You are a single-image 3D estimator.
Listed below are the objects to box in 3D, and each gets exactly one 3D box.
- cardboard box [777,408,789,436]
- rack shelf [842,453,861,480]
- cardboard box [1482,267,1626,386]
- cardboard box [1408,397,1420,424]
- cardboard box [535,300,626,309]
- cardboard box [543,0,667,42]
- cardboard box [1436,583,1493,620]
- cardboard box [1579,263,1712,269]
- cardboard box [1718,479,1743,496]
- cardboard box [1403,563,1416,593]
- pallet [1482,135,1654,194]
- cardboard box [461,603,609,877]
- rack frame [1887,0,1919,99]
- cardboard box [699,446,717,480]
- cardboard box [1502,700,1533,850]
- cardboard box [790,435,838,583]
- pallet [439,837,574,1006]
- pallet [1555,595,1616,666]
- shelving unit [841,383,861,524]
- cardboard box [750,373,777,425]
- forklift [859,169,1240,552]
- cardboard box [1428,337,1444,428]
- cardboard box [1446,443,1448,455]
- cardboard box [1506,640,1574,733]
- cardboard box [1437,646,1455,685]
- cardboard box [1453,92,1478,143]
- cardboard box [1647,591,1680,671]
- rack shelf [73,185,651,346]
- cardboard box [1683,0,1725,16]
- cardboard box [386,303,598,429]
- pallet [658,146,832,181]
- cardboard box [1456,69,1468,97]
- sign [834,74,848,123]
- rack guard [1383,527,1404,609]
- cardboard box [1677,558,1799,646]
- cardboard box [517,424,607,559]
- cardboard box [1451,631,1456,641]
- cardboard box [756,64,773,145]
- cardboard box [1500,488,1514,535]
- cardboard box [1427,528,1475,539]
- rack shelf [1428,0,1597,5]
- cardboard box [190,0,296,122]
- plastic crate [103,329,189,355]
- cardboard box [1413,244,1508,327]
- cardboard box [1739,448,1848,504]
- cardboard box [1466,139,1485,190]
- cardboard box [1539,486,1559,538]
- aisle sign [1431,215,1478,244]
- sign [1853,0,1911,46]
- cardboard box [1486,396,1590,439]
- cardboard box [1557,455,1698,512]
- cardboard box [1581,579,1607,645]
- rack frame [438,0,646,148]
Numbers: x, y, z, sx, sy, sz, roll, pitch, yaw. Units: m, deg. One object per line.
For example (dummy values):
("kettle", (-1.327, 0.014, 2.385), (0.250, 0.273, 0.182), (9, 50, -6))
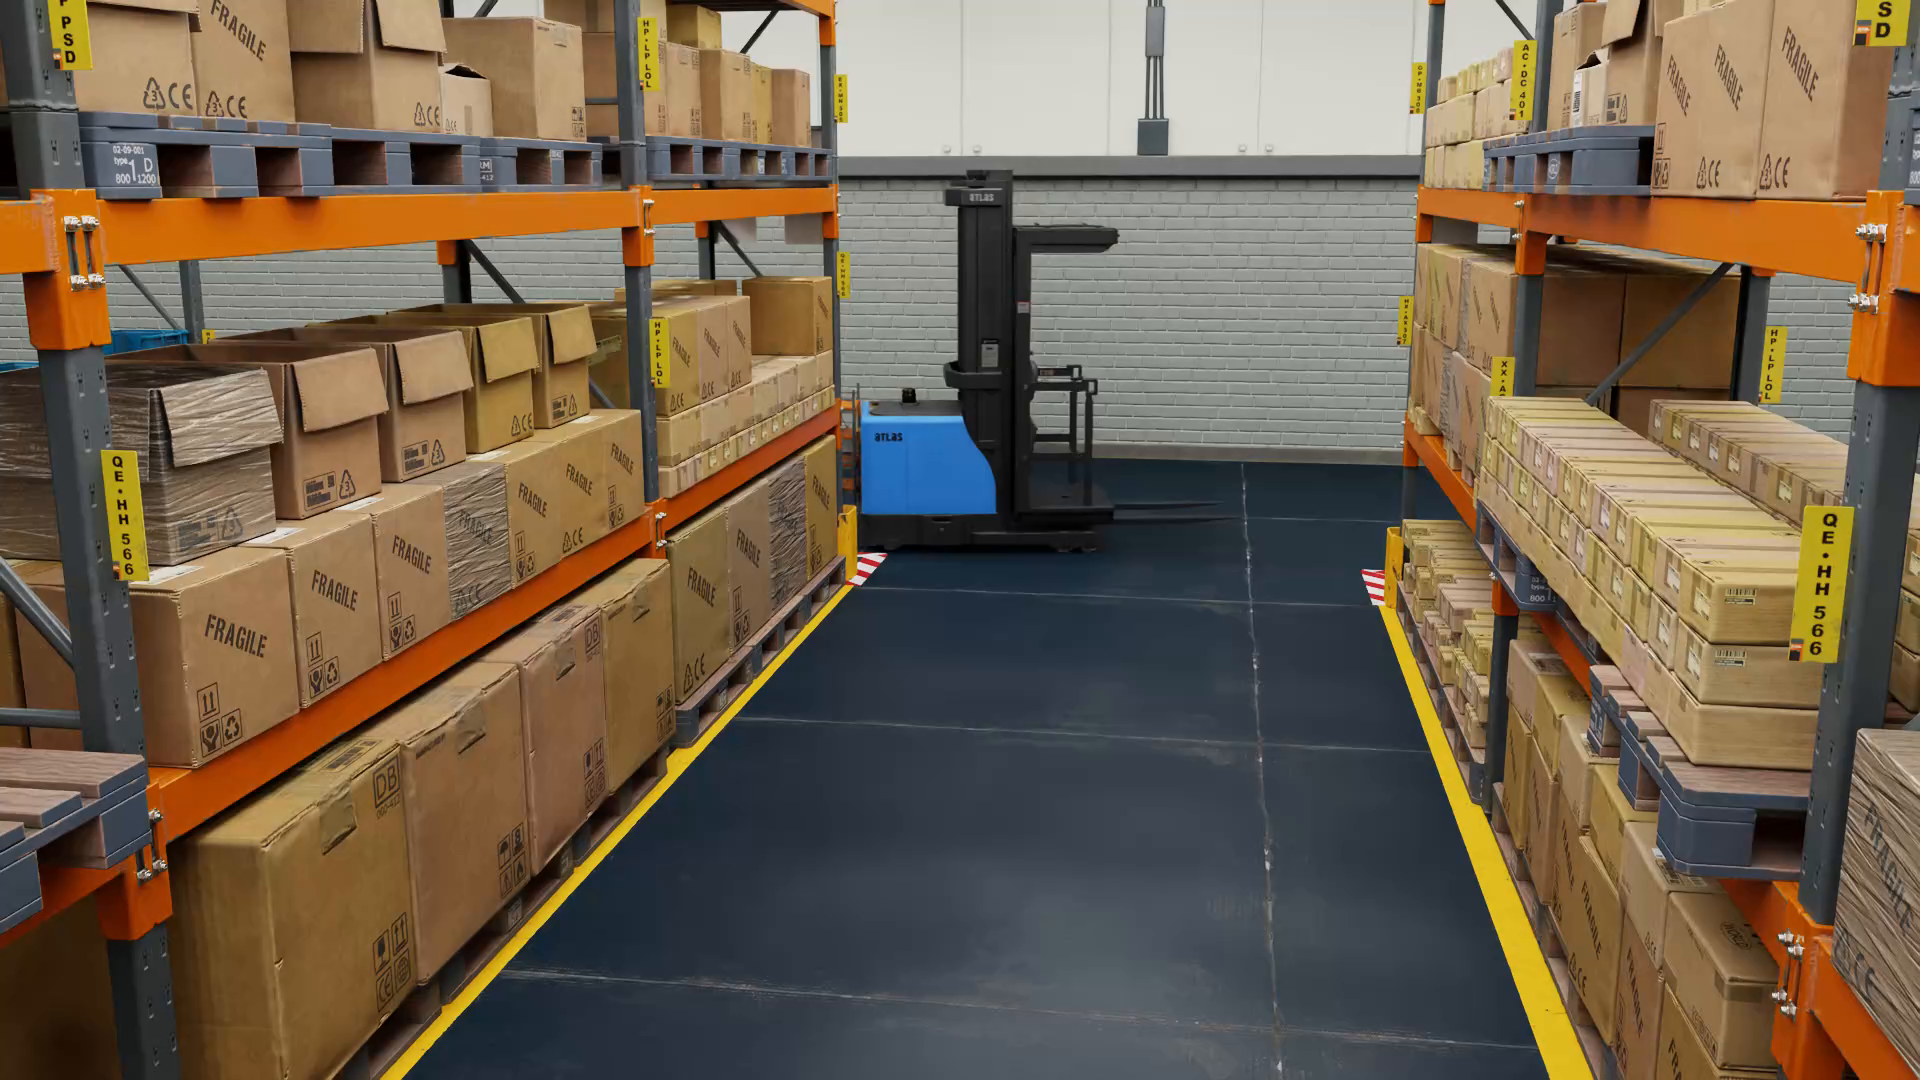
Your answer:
("cardboard box", (-1.285, -0.738, 10.394), (0.380, 0.149, 0.250), (2, 12, 9))
("rack shelf", (-0.965, -0.609, 13.792), (0.258, 0.148, 0.480), (0, 12, 1))
("cardboard box", (2.715, -0.987, 7.639), (0.500, 0.500, 0.500), (1, 12, 7))
("cardboard box", (3.151, -0.851, 10.918), (0.380, 0.149, 0.250), (2, 12, 8))
("cardboard box", (-2.088, -1.027, 9.007), (0.500, 0.500, 0.500), (2, 12, 9))
("cardboard box", (-1.825, -2.711, 8.582), (0.500, 0.250, 0.500), (1, 12, 5))
("cardboard box", (2.835, 0.343, 9.138), (0.380, 0.149, 0.250), (1, 12, 7))
("cardboard box", (3.284, -1.075, 8.046), (0.500, 0.500, 0.500), (2, 12, 7))
("cardboard box", (2.884, -0.119, 5.818), (0.380, 0.149, 0.250), (1, 12, 6))
("cardboard box", (3.128, 0.257, 10.953), (0.380, 0.149, 0.250), (2, 12, 10))
("pallet", (2.709, -1.447, 6.415), (1.213, 0.211, 1.003), (2, 12, 9))
("cardboard box", (-2.191, 0.774, 6.830), (1.225, 0.875, 0.875), (1, 12, 7))
("rack frame", (2.294, -2.298, 2.795), (1.000, 3.000, 0.127), (2, 12, 9))
("cardboard box", (-1.521, -0.417, 8.905), (0.380, 0.149, 0.250), (2, 12, 11))
("cardboard box", (2.534, 0.964, 6.836), (0.500, 0.500, 0.500), (2, 12, 11))
("cardboard box", (-1.380, -0.243, 11.547), (0.875, 0.875, 0.875), (2, 12, 9))
("pallet", (-2.205, 1.401, 6.490), (1.003, 0.211, 1.213), (2, 12, 9))
("pallet", (2.558, 0.315, 5.366), (1.003, 0.211, 1.213), (2, 12, 9))
("shelving unit", (-0.965, -0.675, 13.778), (0.258, 1.200, 0.503), (0, 12, 1))
("cardboard box", (-1.406, -0.855, 9.989), (0.500, 0.250, 0.500), (2, 12, 9))
("forklift", (0.707, -1.448, 13.256), (3.031, 2.935, 1.130), (-1, 12, -3))
("cardboard box", (3.038, -0.926, 9.729), (0.500, 0.500, 0.500), (2, 12, 9))
("cardboard box", (2.962, -0.524, 9.403), (0.380, 0.149, 0.250), (2, 12, 11))
("cardboard box", (2.535, 0.598, 6.757), (0.500, 0.250, 0.500), (1, 12, 6))
("cardboard box", (2.792, 0.682, 8.977), (0.380, 0.149, 0.250), (2, 12, 9))
("cardboard box", (2.955, -2.266, 8.937), (0.500, 0.250, 0.500), (1, 12, 7))
("cardboard box", (1.960, 0.234, 4.182), (0.380, 0.149, 0.250), (2, 12, 11))
("rack shelf", (-2.283, -1.078, 5.962), (1.077, 0.370, 4.000), (2, 12, 9))
("cardboard box", (2.277, -1.616, 4.695), (0.396, 0.266, 0.258), (2, 12, 9))
("cardboard box", (-2.066, -0.786, 7.400), (0.797, 0.503, 0.637), (2, 12, 7))
("pallet", (-1.464, -2.480, 10.973), (1.003, 0.211, 1.213), (2, 12, 9))
("cardboard box", (2.971, -2.537, 9.247), (0.380, 0.149, 0.250), (2, 12, 10))
("sign", (-0.827, -3.052, 11.502), (0.100, 0.325, 0.005), (2, 12, 9))
("rack guard", (3.513, 0.207, 11.345), (1.175, 0.500, 0.348), (2, 12, 9))
("cardboard box", (1.917, 0.145, 3.889), (0.380, 0.149, 0.250), (1, 12, 6))
("cardboard box", (-1.861, -0.219, 7.154), (0.500, 0.500, 0.500), (2, 12, 10))
("cardboard box", (2.914, 0.498, 9.125), (0.380, 0.149, 0.250), (1, 12, 6))
("cardboard box", (-1.593, -2.758, 10.581), (0.700, 0.500, 0.500), (1, 12, 7))
("cardboard box", (2.315, -0.103, 6.452), (0.380, 0.149, 0.250), (2, 12, 9))
("cardboard box", (3.185, 0.026, 10.609), (0.380, 0.149, 0.250), (2, 12, 10))
("rack shelf", (3.217, -3.193, 8.667), (1.077, 0.370, 4.000), (2, 12, 9))
("cardboard box", (-2.523, -1.579, 5.347), (0.500, 0.500, 0.500), (3, 12, 12))
("plastic crate", (-6.122, -1.344, 12.381), (0.616, 0.435, 0.499), (2, 12, 9))
("cardboard box", (3.193, -1.629, 10.614), (0.500, 0.500, 0.500), (2, 12, 8))
("cardboard box", (2.840, -0.210, 5.535), (0.380, 0.149, 0.250), (1, 12, 6))
("cardboard box", (2.884, -1.911, 8.477), (0.500, 0.250, 0.500), (2, 12, 8))
("cardboard box", (2.198, -0.085, 5.662), (0.380, 0.149, 0.250), (2, 12, 8))
("aisle sign", (3.240, -2.326, 10.997), (0.394, 0.787, 0.004), (2, 12, 9))
("sign", (1.759, -1.102, 3.140), (0.100, 0.325, 0.005), (2, 12, 9))
("cardboard box", (2.395, -0.504, 6.899), (0.380, 0.149, 0.250), (3, 12, 12))
("cardboard box", (2.159, -0.179, 5.389), (0.380, 0.149, 0.250), (2, 12, 10))
("cardboard box", (2.077, 0.222, 4.944), (0.380, 0.149, 0.250), (1, 12, 6))
("rack frame", (-1.976, -3.312, 7.502), (1.000, 3.000, 0.127), (2, 12, 9))
